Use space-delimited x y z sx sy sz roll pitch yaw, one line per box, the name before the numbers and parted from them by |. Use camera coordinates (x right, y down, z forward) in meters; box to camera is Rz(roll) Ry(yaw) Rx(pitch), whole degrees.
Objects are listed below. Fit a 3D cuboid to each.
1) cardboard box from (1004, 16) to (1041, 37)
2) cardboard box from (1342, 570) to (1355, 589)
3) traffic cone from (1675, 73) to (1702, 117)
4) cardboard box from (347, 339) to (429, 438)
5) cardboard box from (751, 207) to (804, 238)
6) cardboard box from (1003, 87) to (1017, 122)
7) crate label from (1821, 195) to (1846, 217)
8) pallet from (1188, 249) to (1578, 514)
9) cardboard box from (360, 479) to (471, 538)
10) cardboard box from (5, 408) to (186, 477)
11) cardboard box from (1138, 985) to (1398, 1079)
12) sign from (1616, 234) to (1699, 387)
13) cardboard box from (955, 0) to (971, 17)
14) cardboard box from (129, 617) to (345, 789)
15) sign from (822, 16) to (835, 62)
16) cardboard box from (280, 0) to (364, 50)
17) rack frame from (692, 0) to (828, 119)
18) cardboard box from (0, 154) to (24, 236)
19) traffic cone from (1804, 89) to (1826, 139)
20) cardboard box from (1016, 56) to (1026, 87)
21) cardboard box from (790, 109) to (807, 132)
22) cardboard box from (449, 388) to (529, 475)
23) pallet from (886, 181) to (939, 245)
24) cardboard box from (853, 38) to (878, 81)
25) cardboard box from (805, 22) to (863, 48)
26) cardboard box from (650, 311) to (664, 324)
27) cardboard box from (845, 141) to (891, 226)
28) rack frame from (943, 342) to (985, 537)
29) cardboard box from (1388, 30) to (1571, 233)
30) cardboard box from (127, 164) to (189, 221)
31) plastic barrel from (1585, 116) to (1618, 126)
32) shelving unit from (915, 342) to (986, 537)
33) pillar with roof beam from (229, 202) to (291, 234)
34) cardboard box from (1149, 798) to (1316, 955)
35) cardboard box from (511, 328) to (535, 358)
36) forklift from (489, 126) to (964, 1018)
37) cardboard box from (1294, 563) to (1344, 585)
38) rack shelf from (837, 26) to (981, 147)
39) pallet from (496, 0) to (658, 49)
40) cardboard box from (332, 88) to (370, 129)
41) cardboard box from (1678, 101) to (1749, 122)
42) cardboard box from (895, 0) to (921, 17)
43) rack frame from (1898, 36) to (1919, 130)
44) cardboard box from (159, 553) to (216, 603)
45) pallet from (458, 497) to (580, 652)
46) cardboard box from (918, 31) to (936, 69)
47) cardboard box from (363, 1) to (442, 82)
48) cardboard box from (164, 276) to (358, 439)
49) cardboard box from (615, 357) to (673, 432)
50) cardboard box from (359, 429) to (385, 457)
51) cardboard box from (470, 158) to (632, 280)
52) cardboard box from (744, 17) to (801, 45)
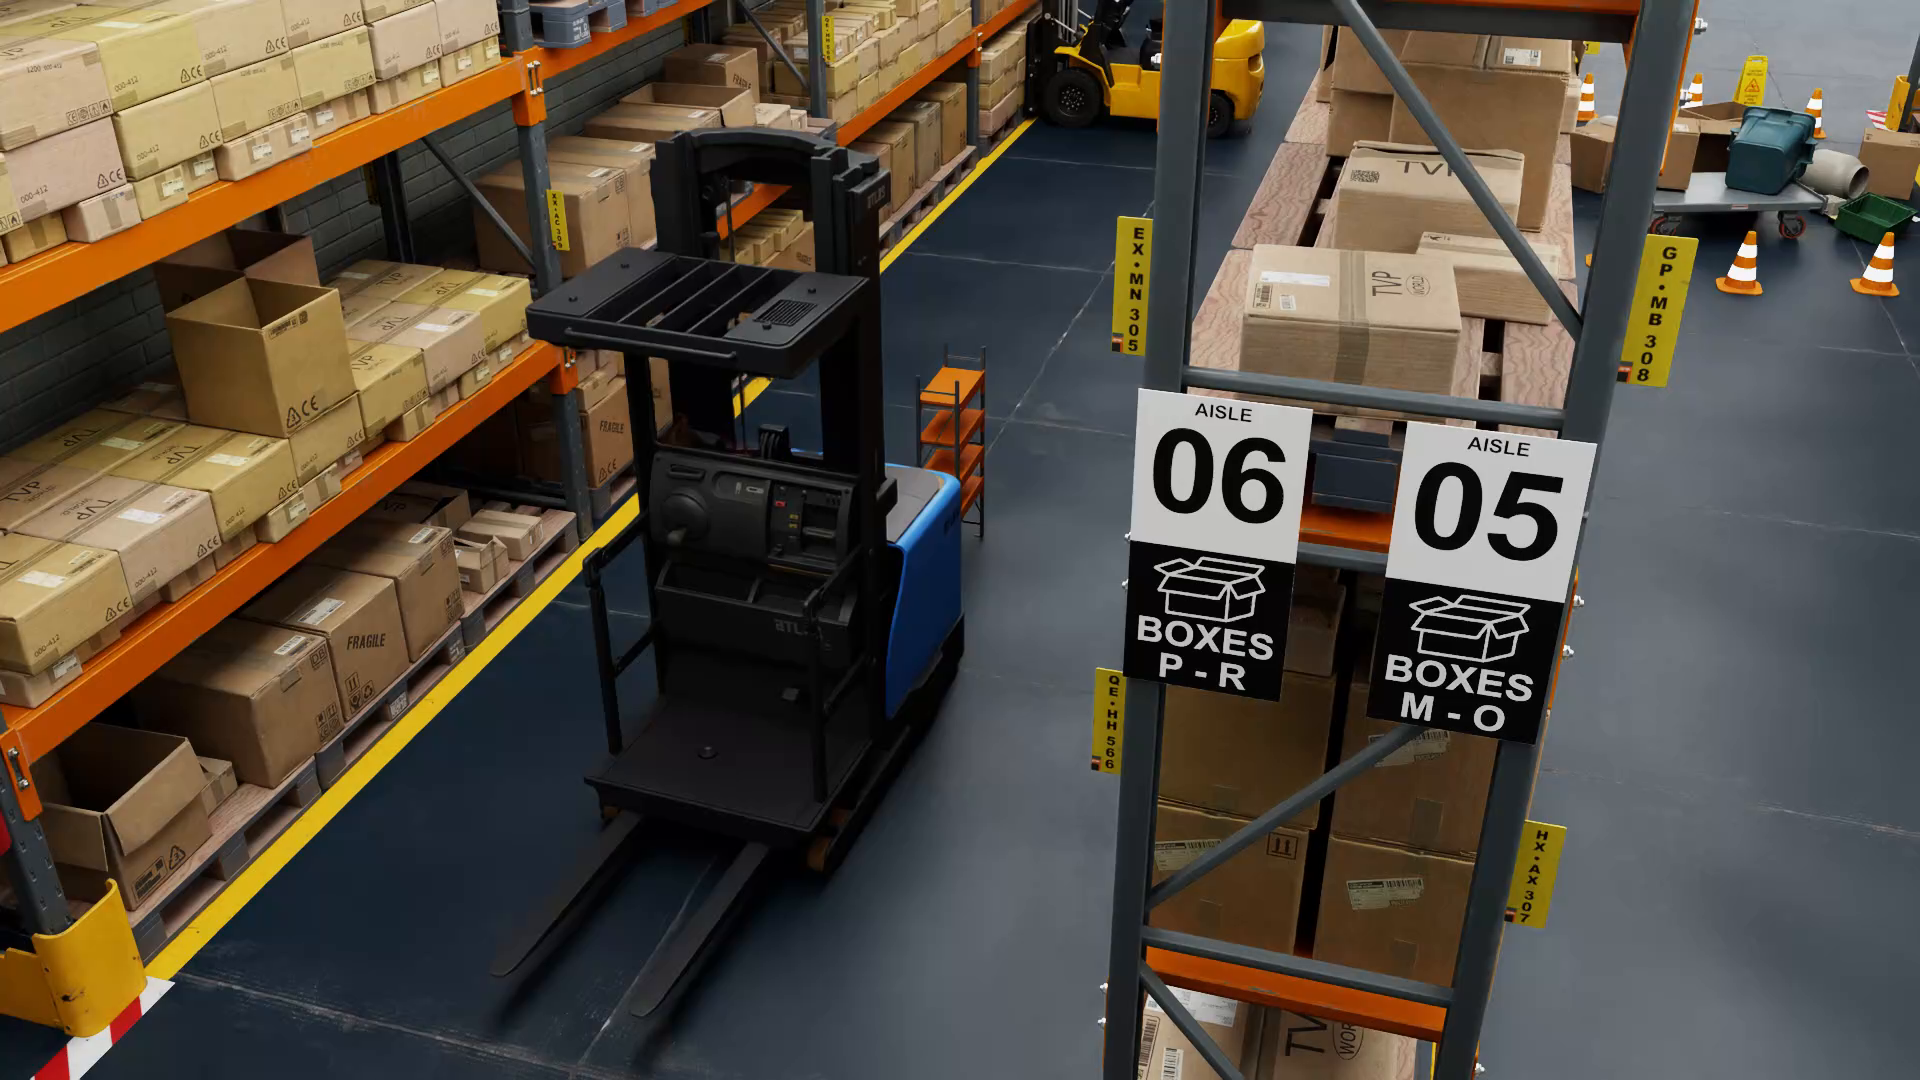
cardboard box | 0.589 -5.421 17.777 0.500 0.250 0.500 8 30 14
cardboard box | 0.954 0.188 5.196 0.500 0.500 0.500 9 30 15
traffic cone | 7.879 -4.769 17.847 0.336 0.463 0.334 8 30 15
cardboard box | -2.866 -0.720 7.808 0.500 0.250 0.500 8 30 15
cardboard box | -1.386 -2.360 12.379 0.380 0.149 0.250 7 30 12
cardboard box | 0.284 -4.508 17.164 0.500 0.250 0.500 8 30 14
crate label | 7.863 -3.032 15.060 0.298 0.136 0.250 -12 31 -20
pallet | 1.122 -0.445 4.470 1.003 0.211 1.213 8 30 15
cardboard box | -3.077 -0.127 9.227 0.500 0.311 0.500 10 30 17
cardboard box | -3.648 -0.318 7.085 0.500 0.250 0.500 9 30 16
cardboard box | 1.013 1.788 5.653 0.875 0.438 0.875 7 30 13
sign | 1.443 -0.472 3.447 0.100 0.325 0.005 8 30 15
cardboard box | -0.209 -4.998 15.289 0.500 0.250 0.500 8 30 14
cardboard box | -3.273 0.713 7.522 0.700 0.500 0.500 10 31 17
sign | -0.962 -3.649 12.115 0.100 0.325 0.005 8 30 15
cardboard box | -2.873 -2.246 6.950 0.500 0.250 0.500 9 30 16
rack frame | -1.483 -3.251 12.509 1.000 3.000 0.127 8 30 15
cardboard box | -3.440 -1.076 5.361 0.500 0.250 0.500 8 30 14
traffic cone | 8.859 -4.450 17.274 0.336 0.463 0.334 8 30 15
cardboard box | 0.432 -4.957 17.458 0.500 0.250 0.500 8 30 14
cardboard box | -1.309 -2.965 11.820 0.380 0.149 0.250 9 30 16
cardboard box | -2.796 -0.754 10.159 0.500 0.500 0.500 8 30 15
pallet | -0.844 -2.975 14.880 1.003 0.211 1.213 8 30 15
cardboard box | -0.971 -3.808 13.149 0.500 0.250 0.500 9 30 16
cardboard box | -0.980 -3.932 12.962 0.380 0.149 0.250 9 30 16
cardboard box | -2.049 -1.396 10.647 0.380 0.149 0.250 8 30 15
cardboard box | -1.103 -2.990 14.049 0.875 0.625 0.625 9 30 17
rack frame | 0.023 -0.561 9.524 0.240 1.200 0.015 8 30 15
cardboard box | 1.650 -1.324 5.321 0.500 0.500 0.500 9 30 16
cardboard box | -3.131 -1.315 6.202 0.380 0.149 0.250 8 30 15
plastic barrel | 6.452 -3.961 16.434 0.421 0.421 0.512 -17 34 -28
shelving unit | -0.049 -0.447 9.320 0.258 1.200 0.503 8 30 15
pillar with roof beam | 0.392 -3.205 6.254 9.100 9.000 0.400 8 30 15
cardboard box | 0.803 0.868 5.002 0.500 0.500 0.500 9 30 15
cardboard box | -2.510 -1.098 8.897 0.380 0.149 0.250 9 30 16
forklift | -0.962 -0.073 6.865 1.130 2.935 3.031 10 31 17
cardboard box | 0.880 0.092 4.700 0.380 0.149 0.250 9 30 16
rack shelf | -0.896 -3.866 14.354 1.077 0.370 4.000 8 30 15
pallet | -2.399 -2.914 9.010 1.213 0.211 1.003 8 30 15
cardboard box | -2.826 -1.914 7.277 0.380 0.149 0.250 10 30 17
cardboard box | 7.516 -3.994 16.412 0.797 0.503 0.637 -12 31 -20
cardboard box | -0.548 -4.514 14.009 0.380 0.149 0.250 8 30 14
rack frame | 10.373 -5.603 16.736 1.000 3.000 0.127 8 30 15
cardboard box | -3.266 0.102 6.739 0.380 0.149 0.250 9 30 16
pallet | -2.860 0.146 9.271 1.003 0.211 1.213 8 30 15
cardboard box | -0.524 -4.312 14.570 0.500 0.250 0.500 9 30 15
cardboard box | -2.702 -2.264 7.498 0.500 0.250 0.500 7 30 13
cardboard box | -3.001 -0.795 7.170 0.500 0.500 0.500 9 30 16
cardboard box | -2.153 -0.925 10.466 0.500 0.500 0.500 8 30 14
cardboard box | -2.952 -0.505 7.831 0.380 0.149 0.250 9 30 16
cardboard box | -2.302 -1.812 9.387 0.700 0.500 0.500 9 30 16
cardboard box | -1.477 -4.007 13.098 0.380 0.149 0.250 8 30 15
